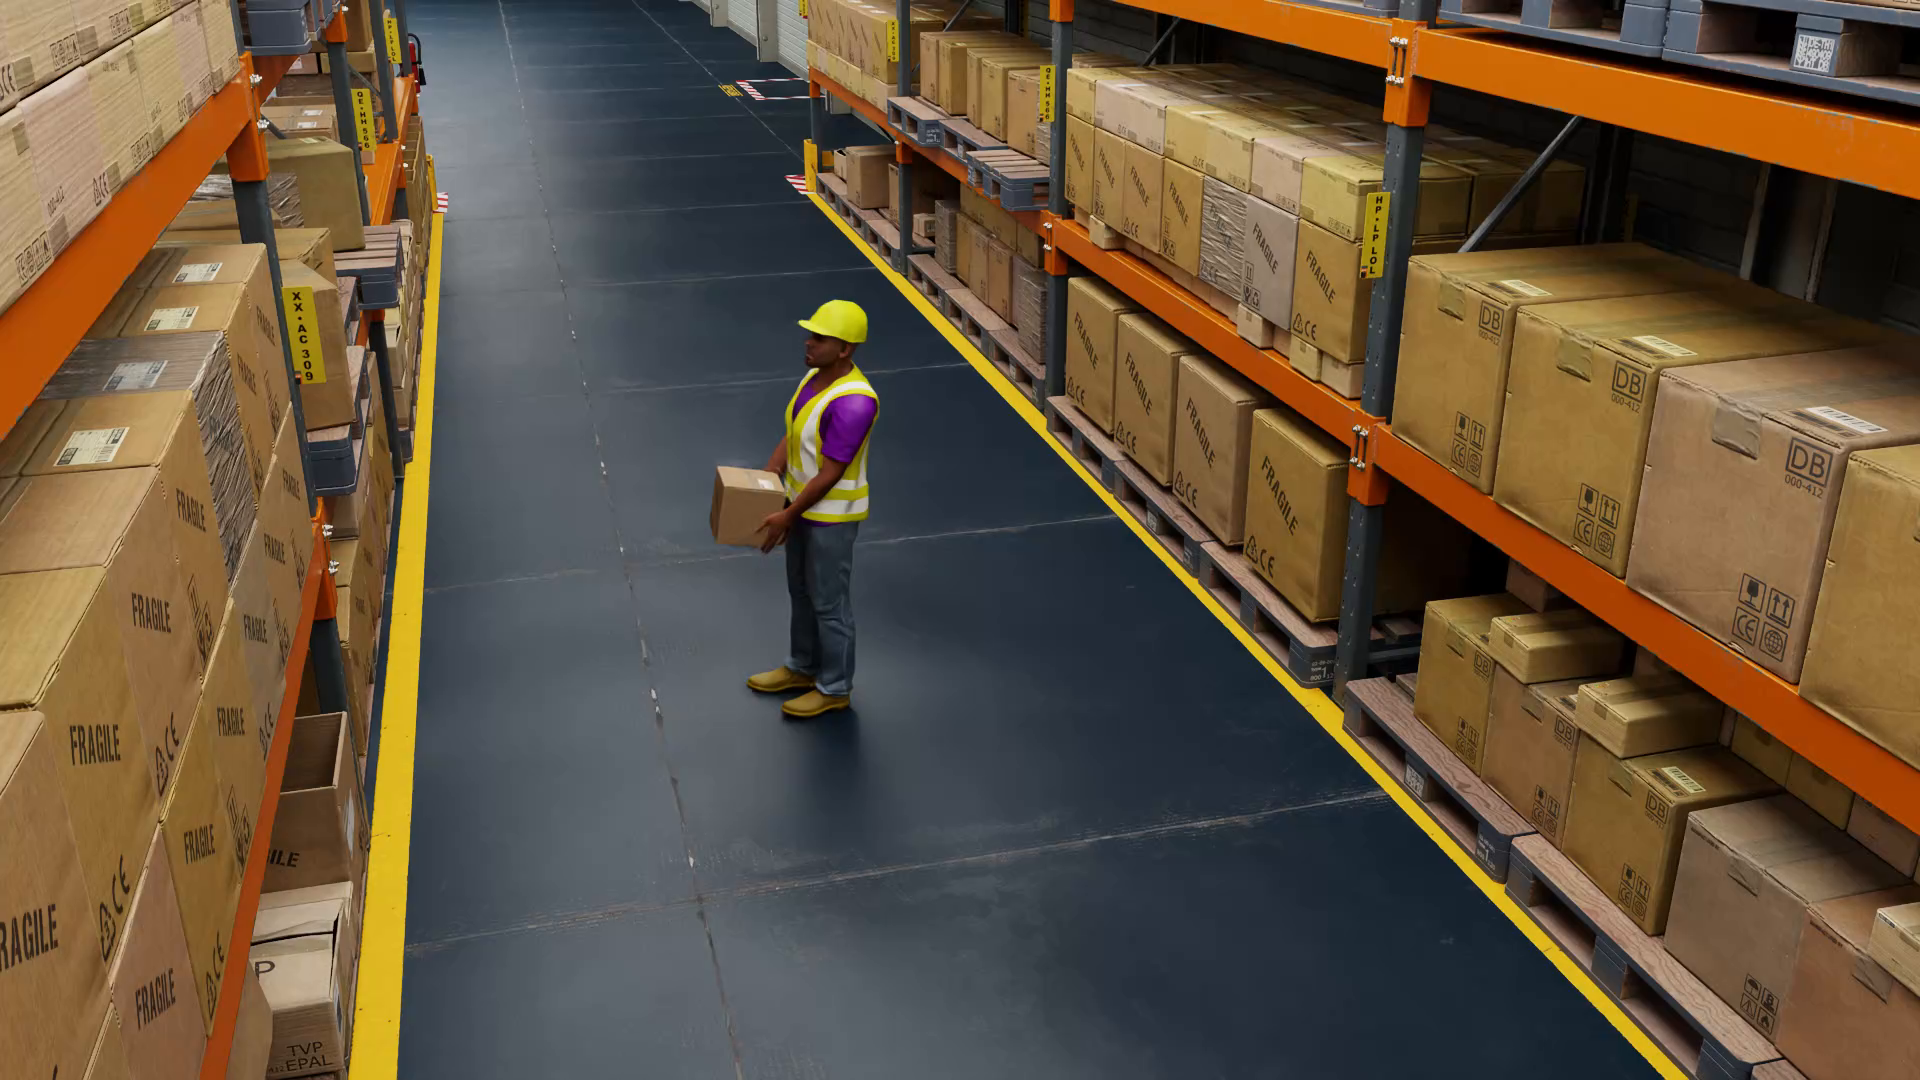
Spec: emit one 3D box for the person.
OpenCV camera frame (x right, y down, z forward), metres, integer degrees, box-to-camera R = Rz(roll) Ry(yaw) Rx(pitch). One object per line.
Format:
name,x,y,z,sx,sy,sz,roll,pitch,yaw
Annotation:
person,-0.619,-0.113,6.823,0.538,1.772,0.565,-9,25,-21
